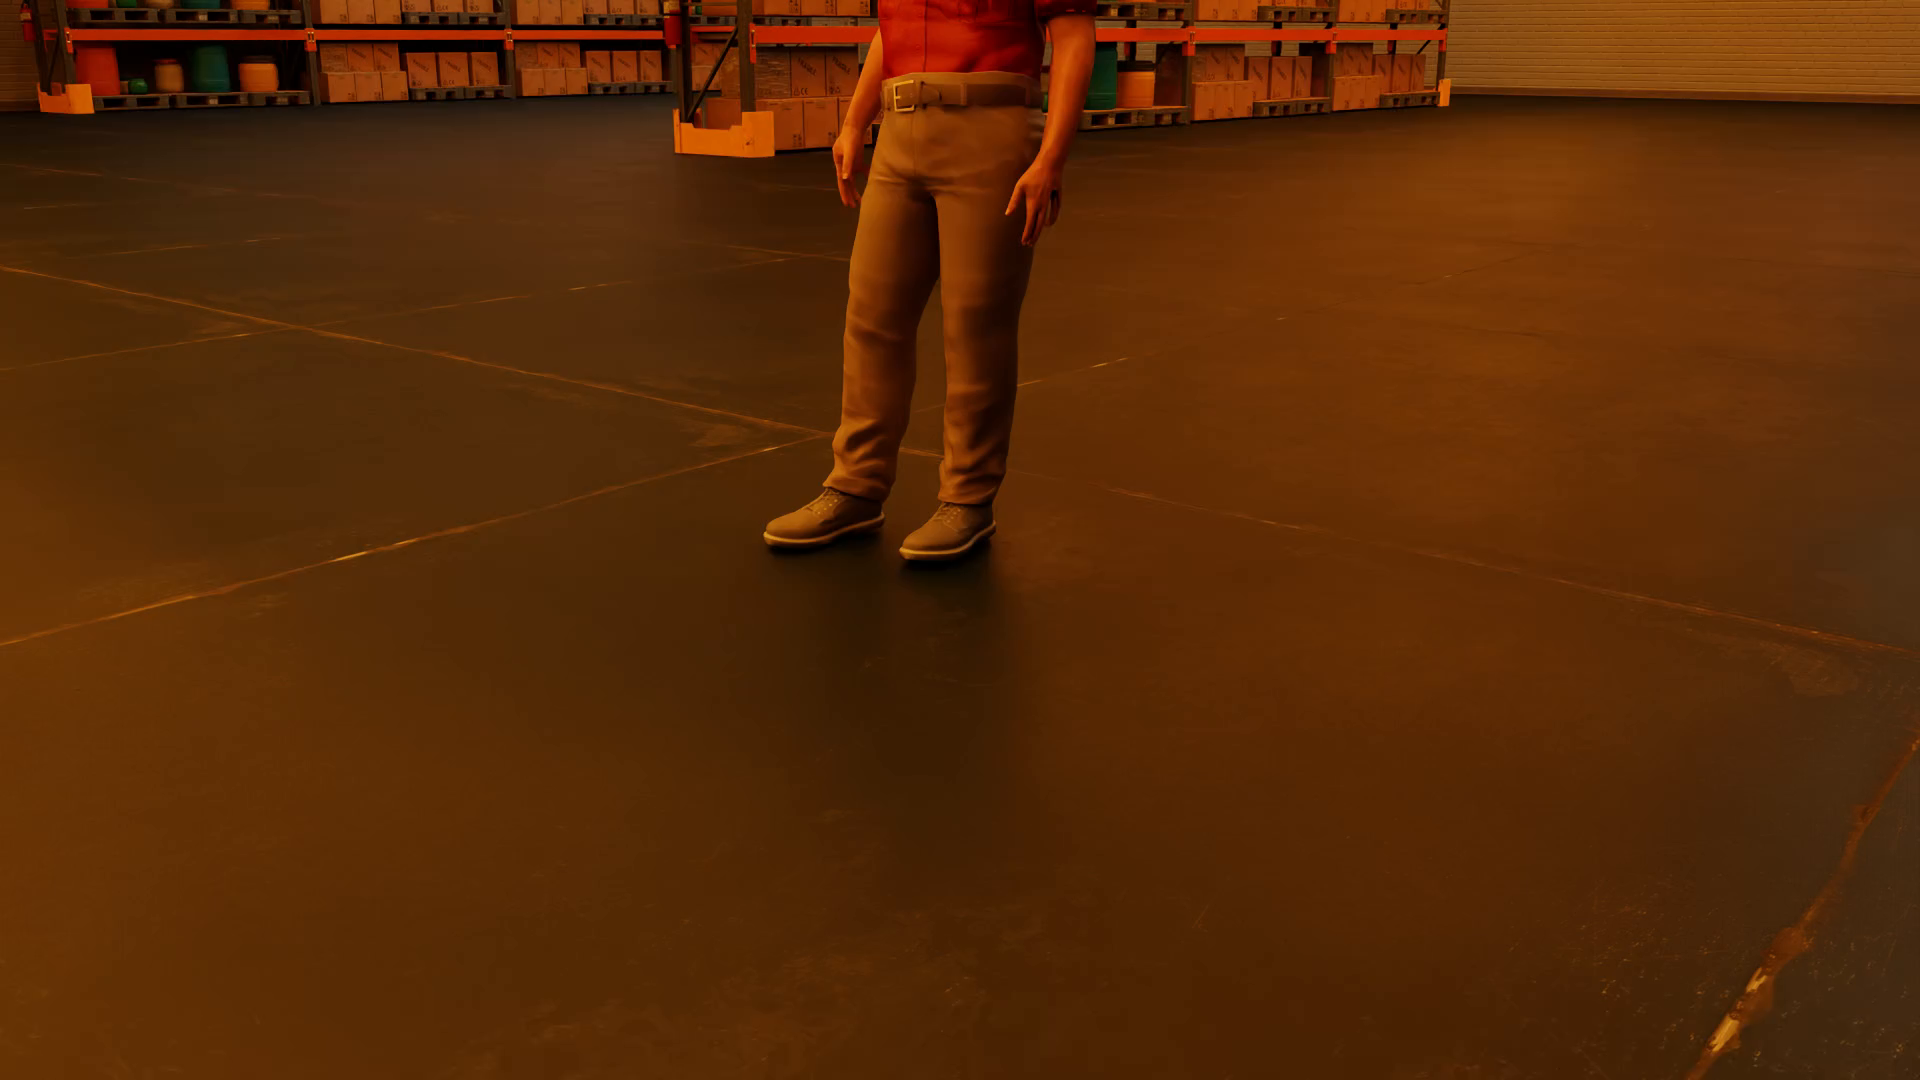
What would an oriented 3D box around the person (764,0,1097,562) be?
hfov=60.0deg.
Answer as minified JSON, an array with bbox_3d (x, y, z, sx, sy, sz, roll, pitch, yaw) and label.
[{"bbox_3d":[-0.066,-0.816,3.630,0.640,1.727,0.551,13,21,37],"label":"person"}]
